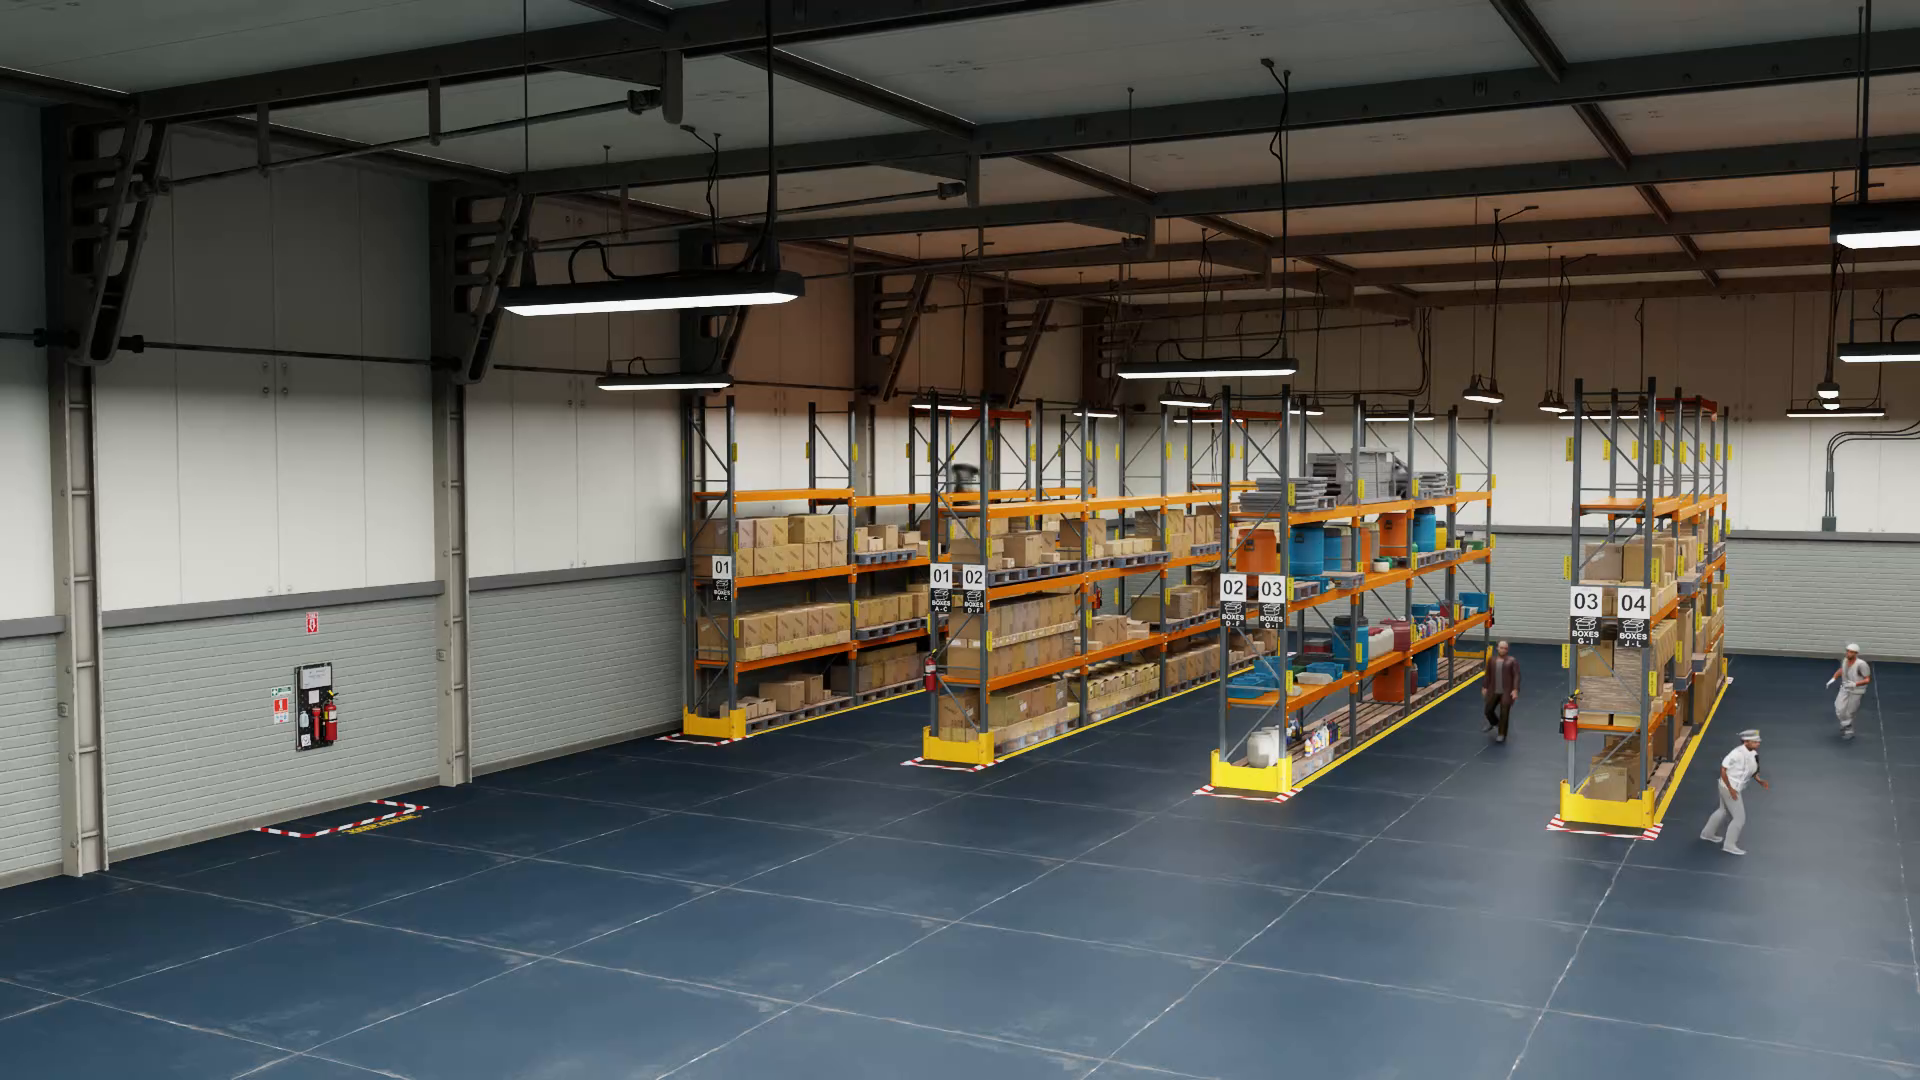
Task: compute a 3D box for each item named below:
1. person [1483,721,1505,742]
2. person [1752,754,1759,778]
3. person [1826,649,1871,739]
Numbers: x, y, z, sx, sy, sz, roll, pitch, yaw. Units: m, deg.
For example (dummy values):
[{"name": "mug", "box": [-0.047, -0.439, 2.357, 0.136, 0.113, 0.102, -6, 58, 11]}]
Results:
[{"name": "person", "box": [9.304, 3.407, 28.973, 0.463, 0.130, 0.633, 2, 4, 36]}, {"name": "person", "box": [9.842, 2.866, 20.788, 0.216, 0.428, 0.325, -3, 4, -45]}, {"name": "person", "box": [15.590, 2.672, 29.103, 0.620, 1.656, 0.781, -2, 4, -37]}]
